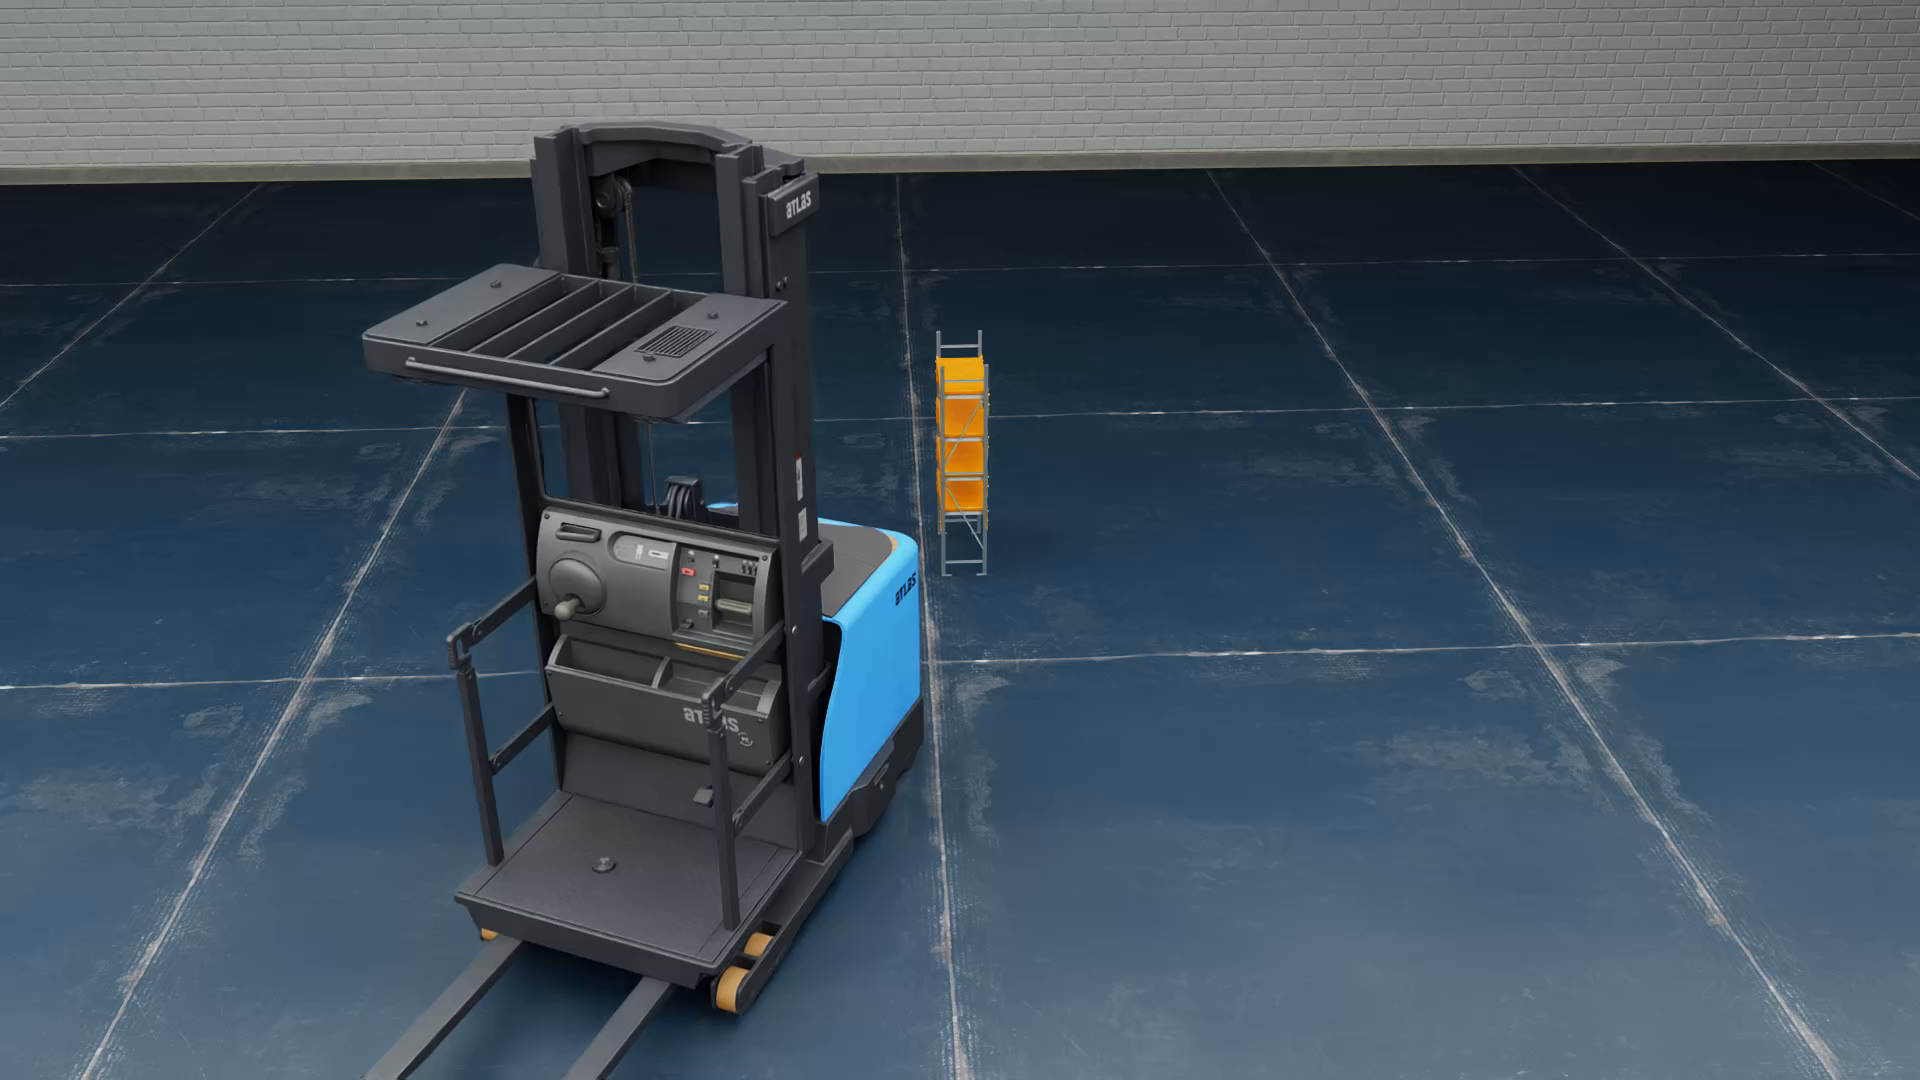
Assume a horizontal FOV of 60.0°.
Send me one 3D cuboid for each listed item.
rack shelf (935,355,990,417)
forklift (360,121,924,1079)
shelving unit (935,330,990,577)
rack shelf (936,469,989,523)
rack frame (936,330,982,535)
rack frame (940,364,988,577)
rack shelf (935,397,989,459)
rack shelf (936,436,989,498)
[{"bbox_3d":[0.009,-0.804,8.644,0.258,0.148,0.480,-1,28,-3],"label":"rack shelf"},{"bbox_3d":[-1.167,0.184,5.728,1.130,2.935,3.031,10,29,19],"label":"forklift"},{"bbox_3d":[0.009,-0.456,8.826,0.258,1.200,0.503,-1,28,-3],"label":"shelving unit"},{"bbox_3d":[0.009,-0.220,8.949,0.258,0.148,0.480,-1,28,-3],"label":"rack shelf"},{"bbox_3d":[-0.004,-0.568,9.042,0.240,1.200,0.015,-1,28,-3],"label":"rack frame"},{"bbox_3d":[0.021,-0.343,8.610,0.240,1.200,0.015,-1,28,-3],"label":"rack frame"},{"bbox_3d":[0.009,-0.594,8.754,0.258,0.148,0.480,-1,28,-3],"label":"rack shelf"},{"bbox_3d":[0.009,-0.396,8.857,0.258,0.148,0.480,-1,28,-3],"label":"rack shelf"}]
